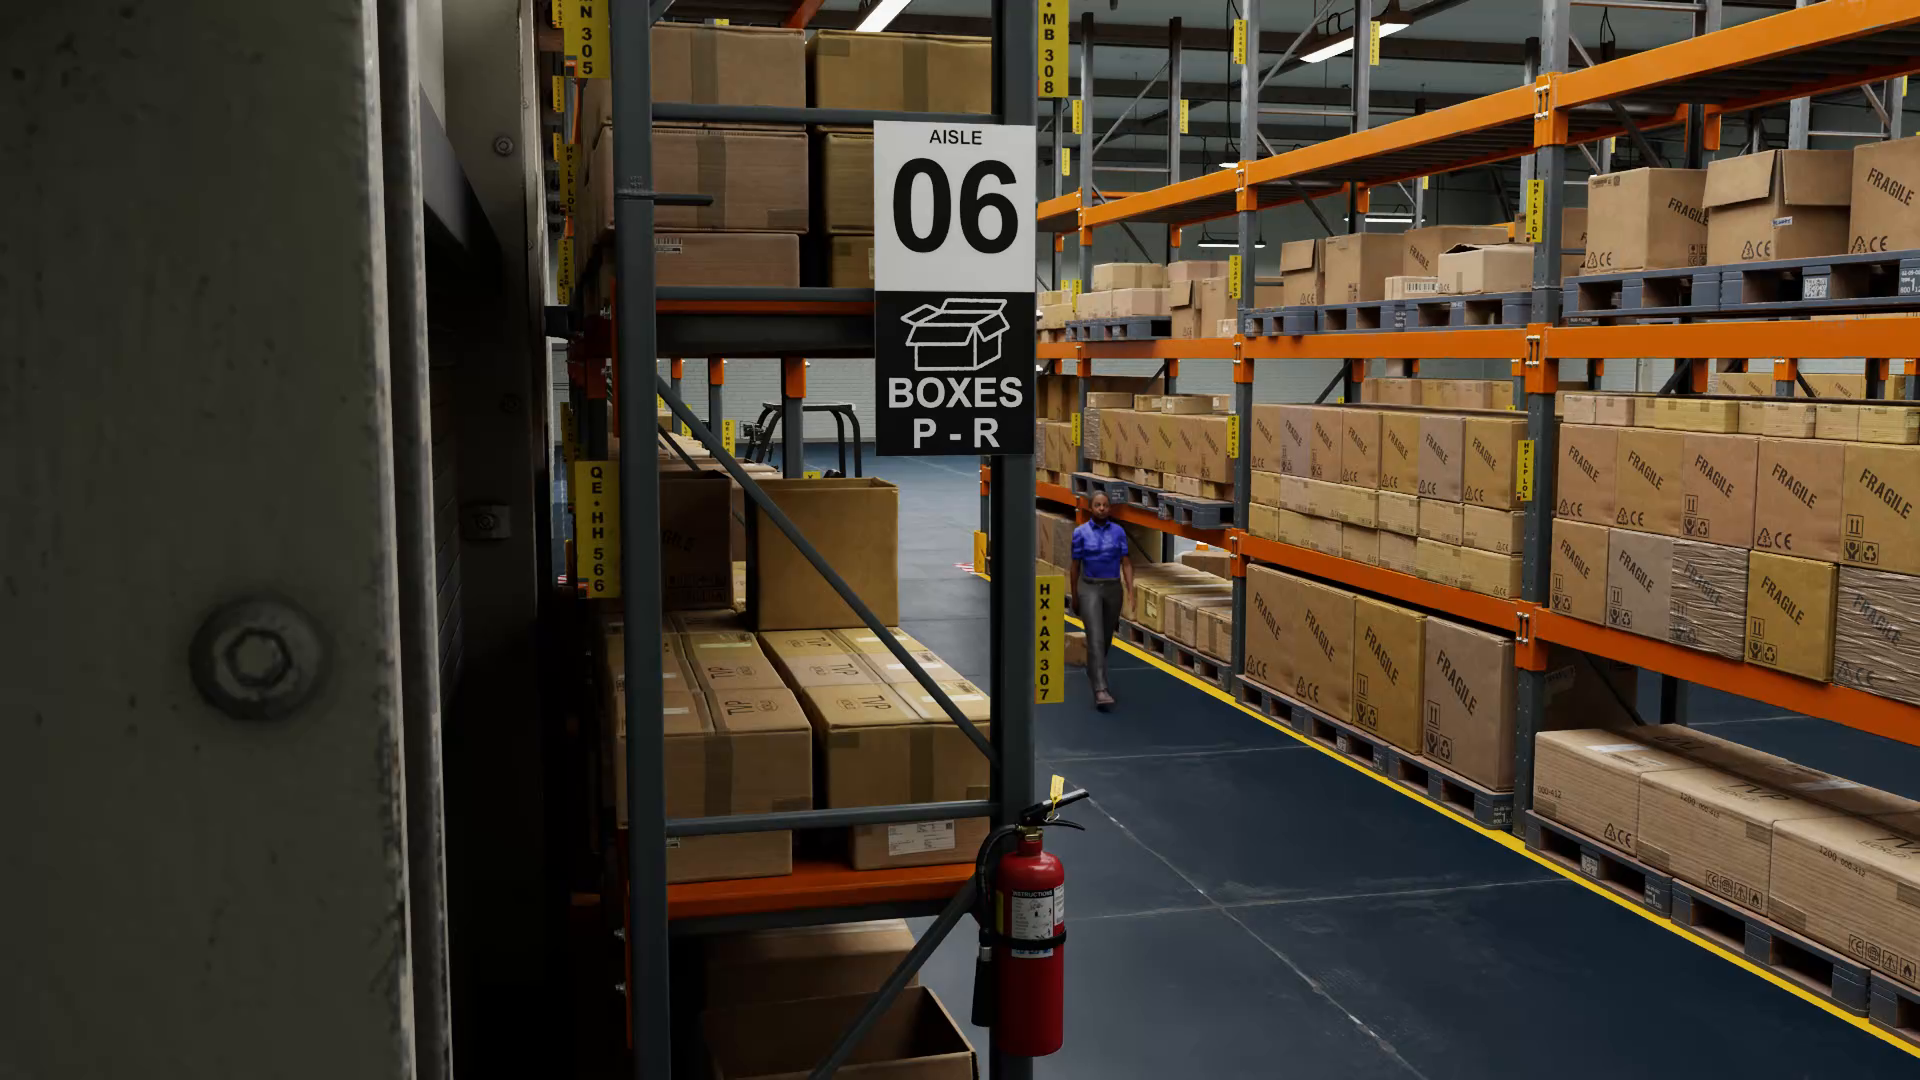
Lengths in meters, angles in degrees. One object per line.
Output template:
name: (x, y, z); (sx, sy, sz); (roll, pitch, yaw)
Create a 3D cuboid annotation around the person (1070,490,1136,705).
person: (1.107, 0.418, 12.853); (0.457, 1.600, 0.989); (-1, 6, -13)
